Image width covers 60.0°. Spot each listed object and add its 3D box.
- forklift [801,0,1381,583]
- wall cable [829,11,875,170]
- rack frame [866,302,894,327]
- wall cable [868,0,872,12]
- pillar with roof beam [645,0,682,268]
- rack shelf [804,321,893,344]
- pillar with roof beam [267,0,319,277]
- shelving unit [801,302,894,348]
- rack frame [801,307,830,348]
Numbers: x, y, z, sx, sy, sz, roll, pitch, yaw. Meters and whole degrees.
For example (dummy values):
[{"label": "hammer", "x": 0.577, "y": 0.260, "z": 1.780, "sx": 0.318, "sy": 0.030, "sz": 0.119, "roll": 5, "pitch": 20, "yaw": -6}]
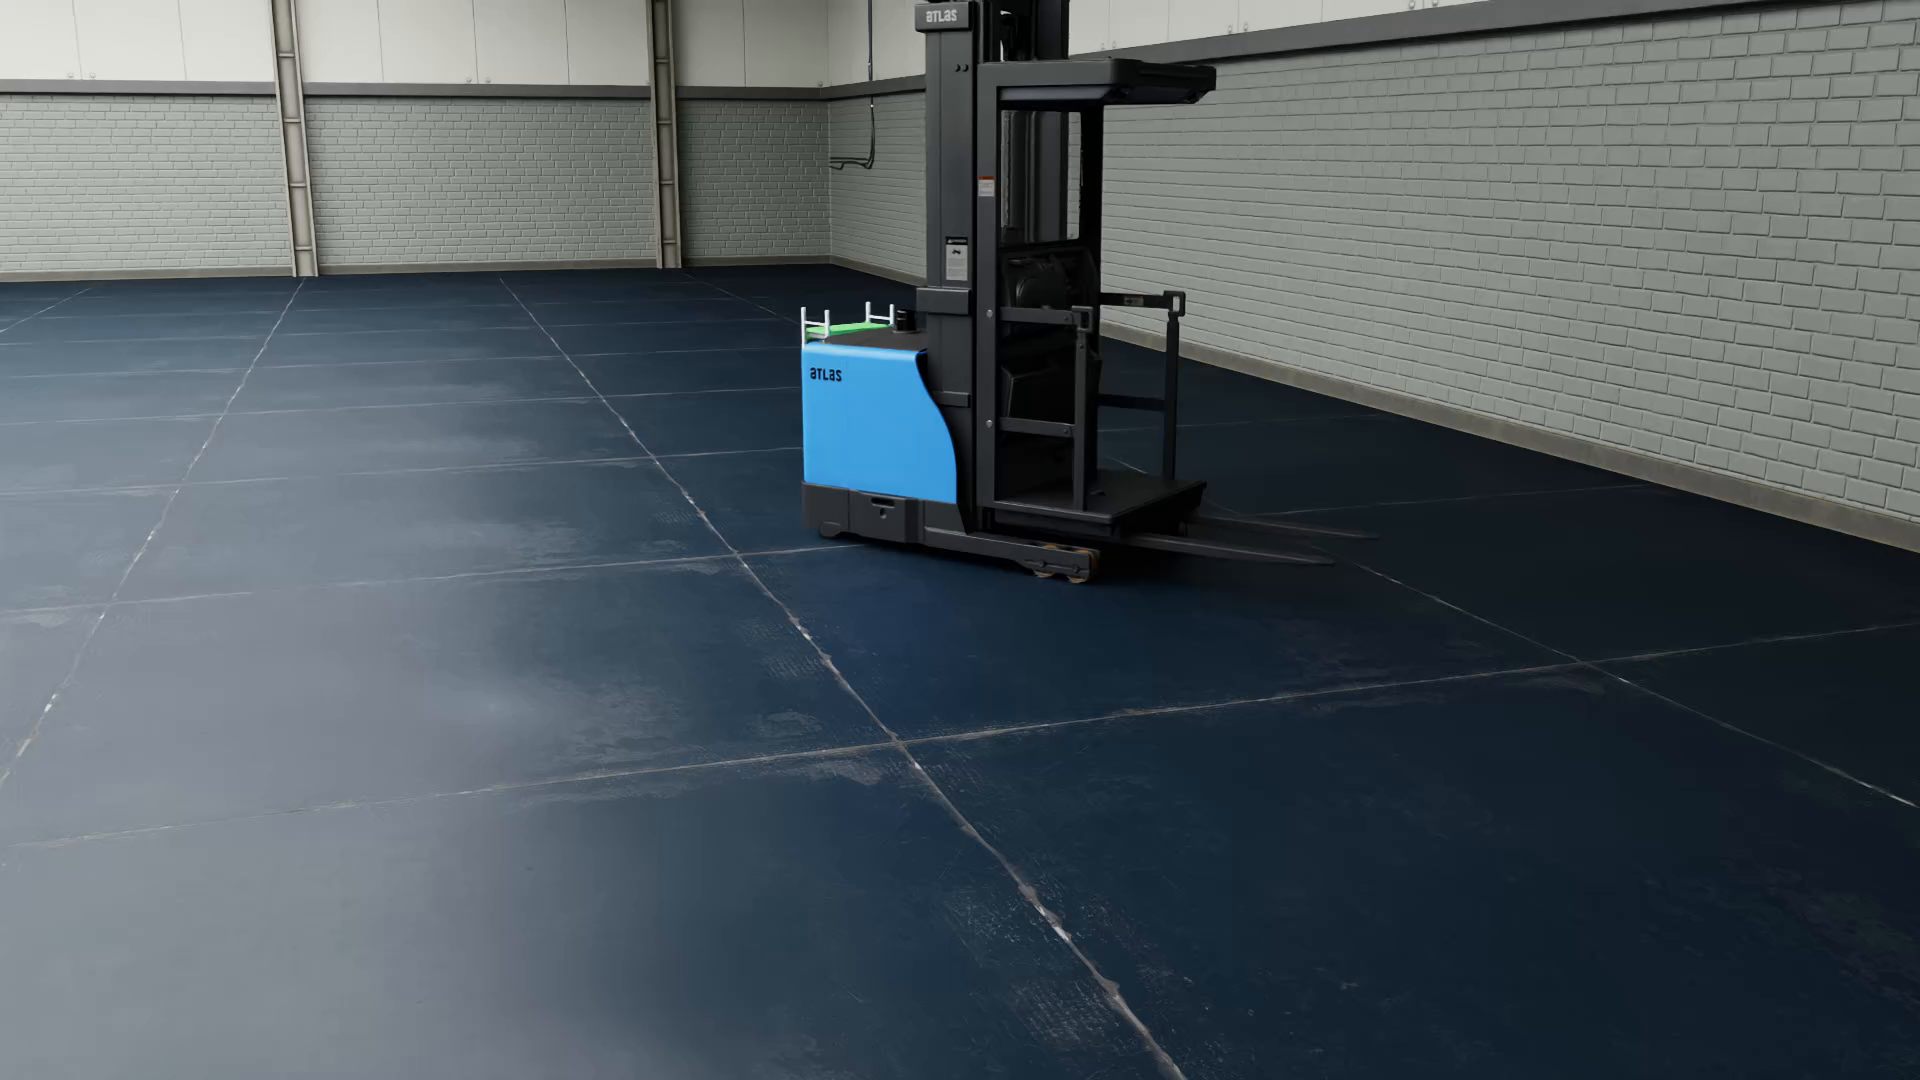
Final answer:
[{"label": "forklift", "x": 0.639, "y": -1.352, "z": 8.494, "sx": 3.031, "sy": 2.935, "sz": 1.130, "roll": 9, "pitch": 16, "yaw": 32}, {"label": "wall cable", "x": -1.928, "y": -7.613, "z": 28.413, "sx": 0.112, "sy": 2.526, "sz": 3.097, "roll": -4, "pitch": 14, "yaw": -18}, {"label": "rack frame", "x": -0.474, "y": -0.818, "z": 9.987, "sx": 0.015, "sy": 1.200, "sz": 0.240, "roll": -12, "pitch": 18, "yaw": -42}, {"label": "wall cable", "x": -1.065, "y": -9.477, "z": 25.334, "sx": 0.112, "sy": 2.526, "sz": 3.097, "roll": -4, "pitch": 14, "yaw": -18}, {"label": "pillar with roof beam", "x": -3.769, "y": -8.252, "z": 24.389, "sx": 0.400, "sy": 9.000, "sz": 9.100, "roll": -4, "pitch": 14, "yaw": -18}, {"label": "rack shelf", "x": -0.651, "y": -1.184, "z": 9.728, "sx": 0.480, "sy": 0.148, "sz": 0.258, "roll": -12, "pitch": 18, "yaw": -42}, {"label": "pillar with roof beam", "x": -9.455, "y": -7.809, "z": 22.528, "sx": 0.400, "sy": 9.000, "sz": 9.100, "roll": -4, "pitch": 14, "yaw": -18}, {"label": "shelving unit", "x": -0.651, "y": -0.779, "z": 9.824, "sx": 0.503, "sy": 1.200, "sz": 0.258, "roll": -12, "pitch": 18, "yaw": -42}, {"label": "rack frame", "x": -0.829, "y": -0.740, "z": 9.661, "sx": 0.015, "sy": 1.200, "sz": 0.240, "roll": -12, "pitch": 18, "yaw": -42}]
